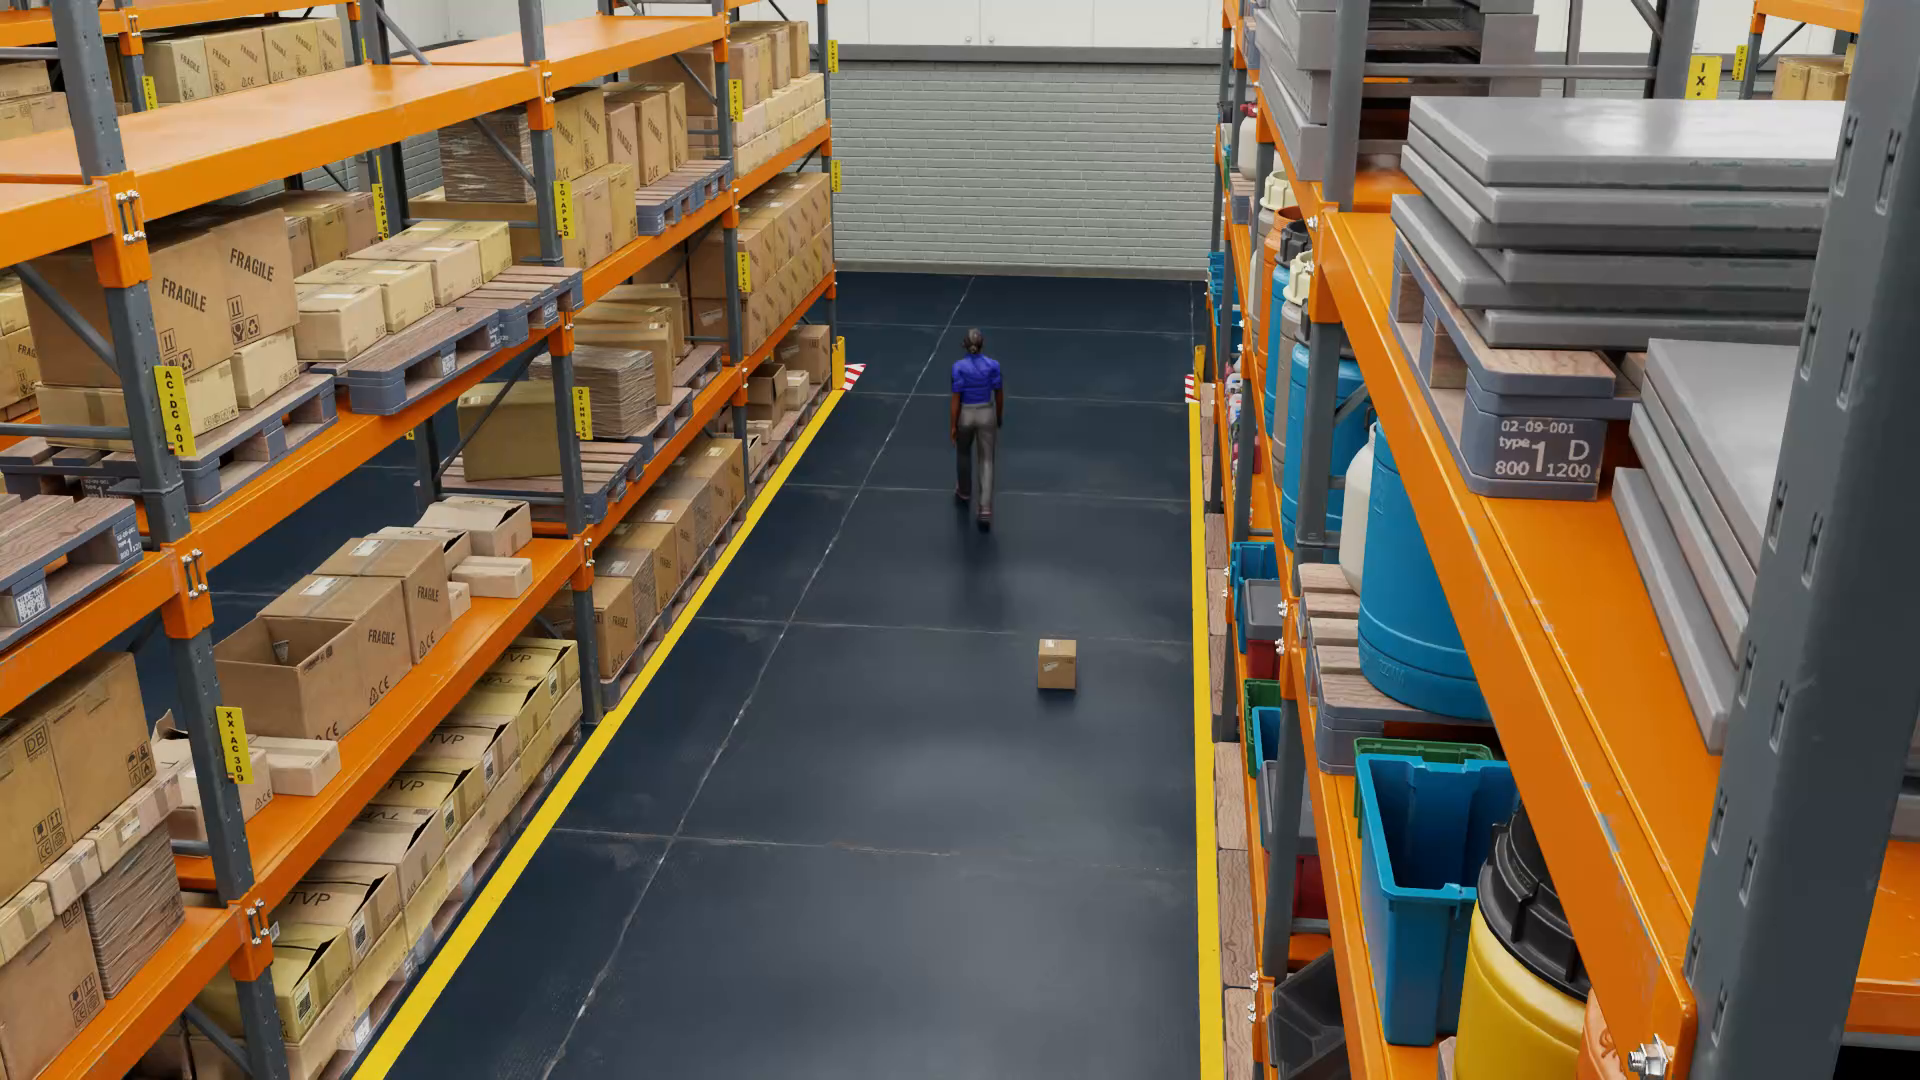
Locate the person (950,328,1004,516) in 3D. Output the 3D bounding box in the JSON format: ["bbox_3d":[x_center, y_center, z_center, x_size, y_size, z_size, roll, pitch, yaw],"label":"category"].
[{"bbox_3d":[0.142,-1.027,14.111,0.465,1.604,0.978,-1,21,-4],"label":"person"}]
